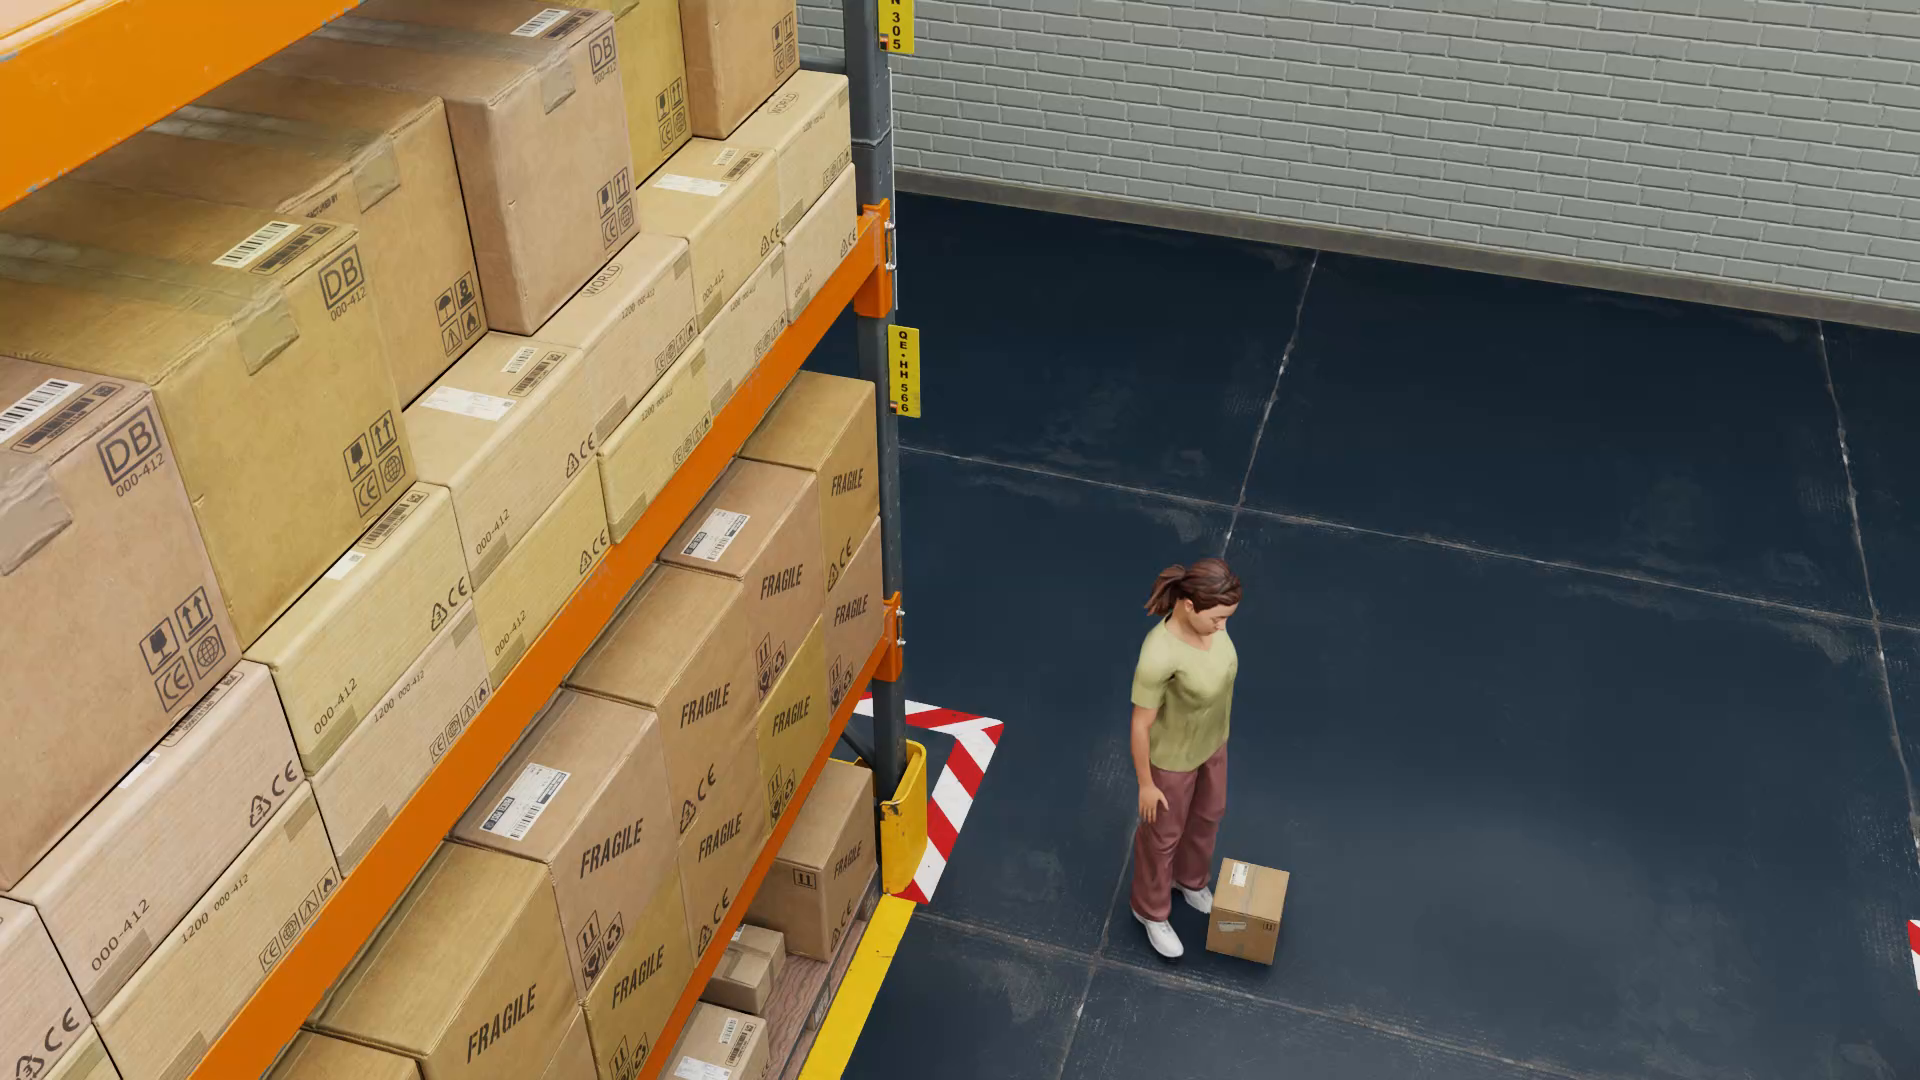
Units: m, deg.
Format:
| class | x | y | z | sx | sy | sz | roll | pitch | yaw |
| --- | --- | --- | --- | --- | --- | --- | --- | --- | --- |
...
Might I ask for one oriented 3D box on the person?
| class | x | y | z | sx | sy | sz | roll | pitch | yaw |
| --- | --- | --- | --- | --- | --- | --- | --- | --- | --- |
| person | 0.775 | 0.770 | 5.884 | 0.392 | 1.730 | 0.557 | 29 | 46 | 32 |
